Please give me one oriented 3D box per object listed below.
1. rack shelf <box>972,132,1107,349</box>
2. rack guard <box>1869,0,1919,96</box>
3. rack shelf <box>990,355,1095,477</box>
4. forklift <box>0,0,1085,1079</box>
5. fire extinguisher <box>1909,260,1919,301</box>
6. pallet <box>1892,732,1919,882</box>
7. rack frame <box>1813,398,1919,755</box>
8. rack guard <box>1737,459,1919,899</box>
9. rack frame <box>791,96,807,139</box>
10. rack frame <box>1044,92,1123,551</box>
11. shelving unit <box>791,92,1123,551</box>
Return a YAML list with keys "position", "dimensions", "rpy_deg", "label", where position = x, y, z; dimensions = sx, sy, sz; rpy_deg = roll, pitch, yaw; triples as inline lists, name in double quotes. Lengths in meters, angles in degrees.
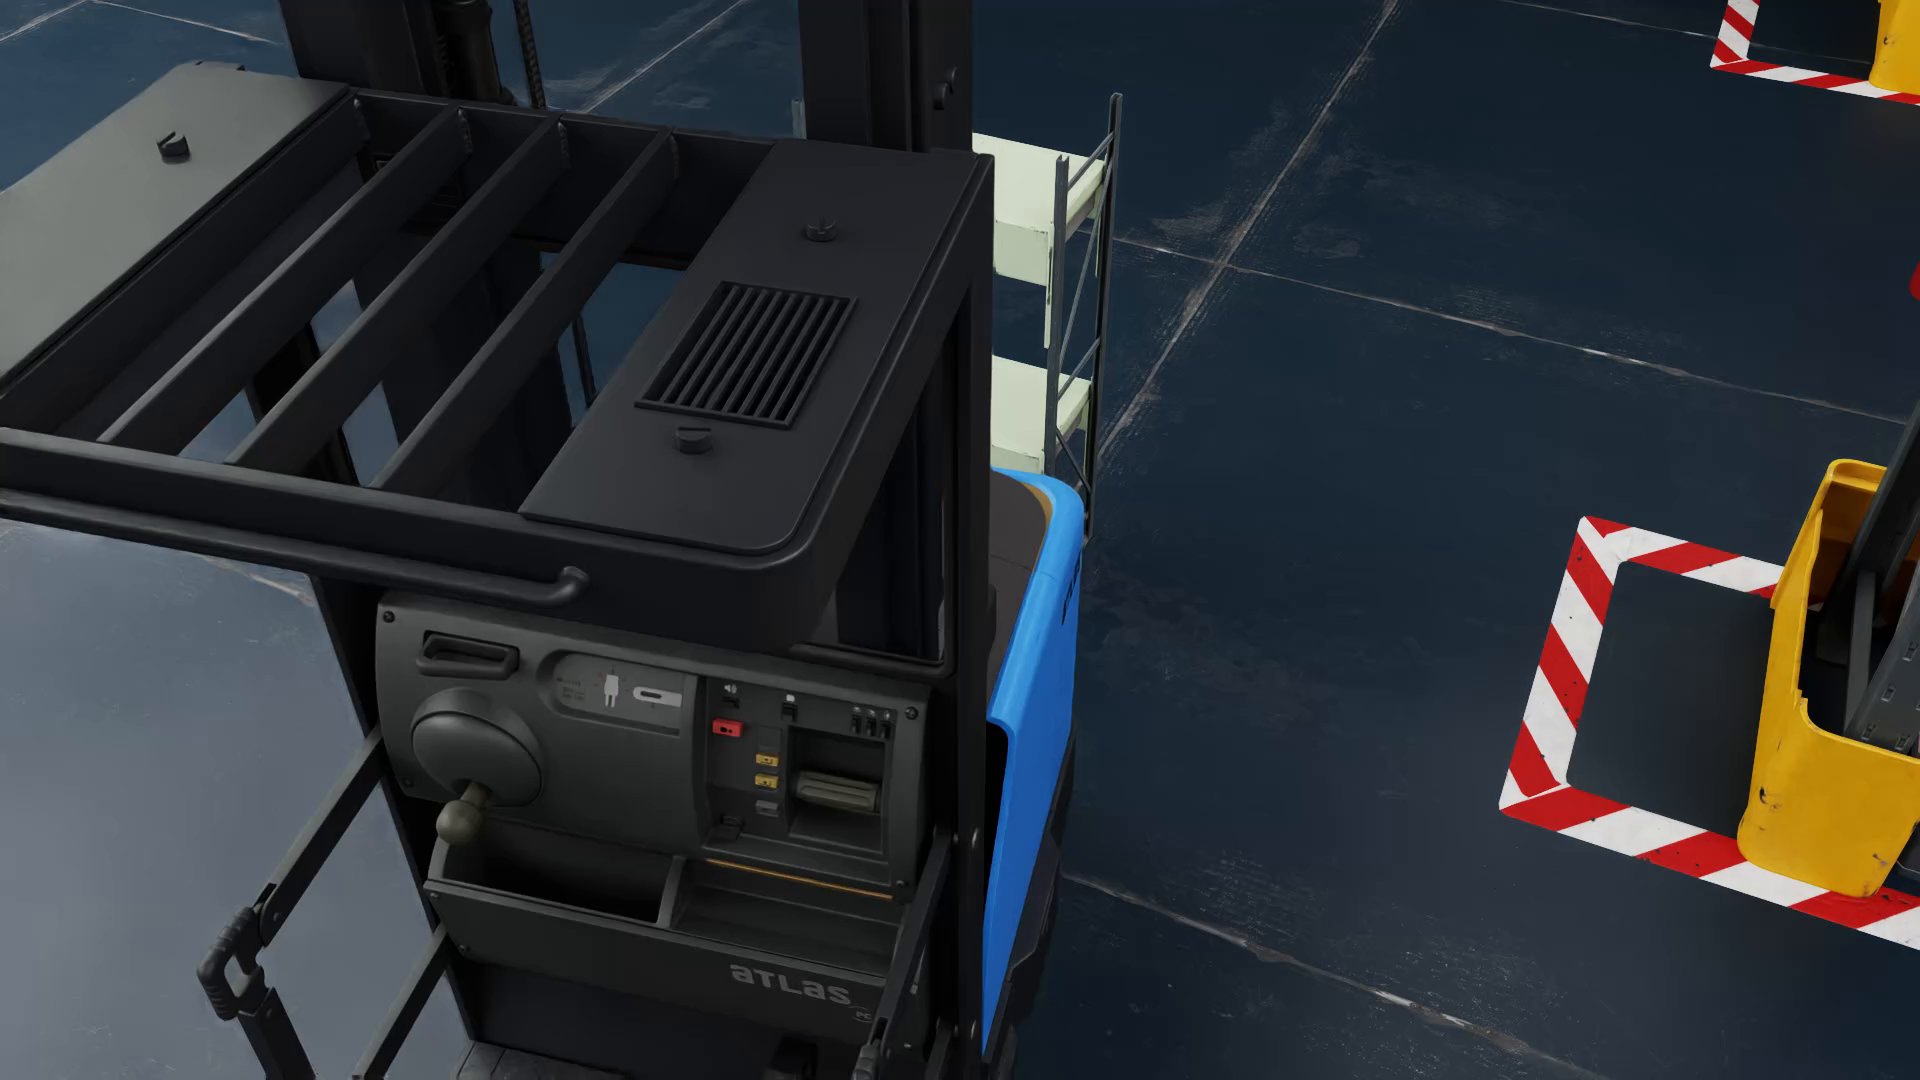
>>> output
- position: [-0.006, -0.863, 4.505]
  dimensions: [0.720, 0.370, 0.431]
  rpy_deg: [17, 44, 19]
  label: "rack shelf"
- position: [4.587, -2.576, 7.841]
  dimensions: [0.348, 0.500, 1.175]
  rpy_deg: [17, 44, 19]
  label: "rack guard"
- position: [-0.006, -0.322, 4.974]
  dimensions: [0.720, 0.370, 0.431]
  rpy_deg: [17, 44, 19]
  label: "rack shelf"
- position: [-0.557, 0.425, 2.522]
  dimensions: [1.130, 2.935, 3.031]
  rpy_deg: [9, 42, 11]
  label: "forklift"
- position: [2.516, -0.880, 4.034]
  dimensions: [0.183, 0.674, 0.296]
  rpy_deg: [17, 44, 19]
  label: "fire extinguisher"
- position: [3.138, 0.640, 4.350]
  dimensions: [1.213, 0.211, 1.003]
  rpy_deg: [17, 44, 19]
  label: "pallet"
- position: [2.427, -0.601, 3.653]
  dimensions: [0.127, 3.000, 1.000]
  rpy_deg: [17, 44, 19]
  label: "rack frame"
- position: [2.405, 0.337, 4.479]
  dimensions: [0.348, 0.500, 1.175]
  rpy_deg: [17, 44, 19]
  label: "rack guard"
- position: [-0.338, -0.670, 4.878]
  dimensions: [0.023, 1.500, 0.400]
  rpy_deg: [17, 44, 19]
  label: "rack frame"
- position: [0.326, -0.467, 4.644]
  dimensions: [0.023, 1.500, 0.400]
  rpy_deg: [17, 44, 19]
  label: "rack frame"
- position: [-0.006, -0.569, 4.761]
  dimensions: [0.755, 1.500, 0.431]
  rpy_deg: [17, 44, 19]
  label: "shelving unit"
